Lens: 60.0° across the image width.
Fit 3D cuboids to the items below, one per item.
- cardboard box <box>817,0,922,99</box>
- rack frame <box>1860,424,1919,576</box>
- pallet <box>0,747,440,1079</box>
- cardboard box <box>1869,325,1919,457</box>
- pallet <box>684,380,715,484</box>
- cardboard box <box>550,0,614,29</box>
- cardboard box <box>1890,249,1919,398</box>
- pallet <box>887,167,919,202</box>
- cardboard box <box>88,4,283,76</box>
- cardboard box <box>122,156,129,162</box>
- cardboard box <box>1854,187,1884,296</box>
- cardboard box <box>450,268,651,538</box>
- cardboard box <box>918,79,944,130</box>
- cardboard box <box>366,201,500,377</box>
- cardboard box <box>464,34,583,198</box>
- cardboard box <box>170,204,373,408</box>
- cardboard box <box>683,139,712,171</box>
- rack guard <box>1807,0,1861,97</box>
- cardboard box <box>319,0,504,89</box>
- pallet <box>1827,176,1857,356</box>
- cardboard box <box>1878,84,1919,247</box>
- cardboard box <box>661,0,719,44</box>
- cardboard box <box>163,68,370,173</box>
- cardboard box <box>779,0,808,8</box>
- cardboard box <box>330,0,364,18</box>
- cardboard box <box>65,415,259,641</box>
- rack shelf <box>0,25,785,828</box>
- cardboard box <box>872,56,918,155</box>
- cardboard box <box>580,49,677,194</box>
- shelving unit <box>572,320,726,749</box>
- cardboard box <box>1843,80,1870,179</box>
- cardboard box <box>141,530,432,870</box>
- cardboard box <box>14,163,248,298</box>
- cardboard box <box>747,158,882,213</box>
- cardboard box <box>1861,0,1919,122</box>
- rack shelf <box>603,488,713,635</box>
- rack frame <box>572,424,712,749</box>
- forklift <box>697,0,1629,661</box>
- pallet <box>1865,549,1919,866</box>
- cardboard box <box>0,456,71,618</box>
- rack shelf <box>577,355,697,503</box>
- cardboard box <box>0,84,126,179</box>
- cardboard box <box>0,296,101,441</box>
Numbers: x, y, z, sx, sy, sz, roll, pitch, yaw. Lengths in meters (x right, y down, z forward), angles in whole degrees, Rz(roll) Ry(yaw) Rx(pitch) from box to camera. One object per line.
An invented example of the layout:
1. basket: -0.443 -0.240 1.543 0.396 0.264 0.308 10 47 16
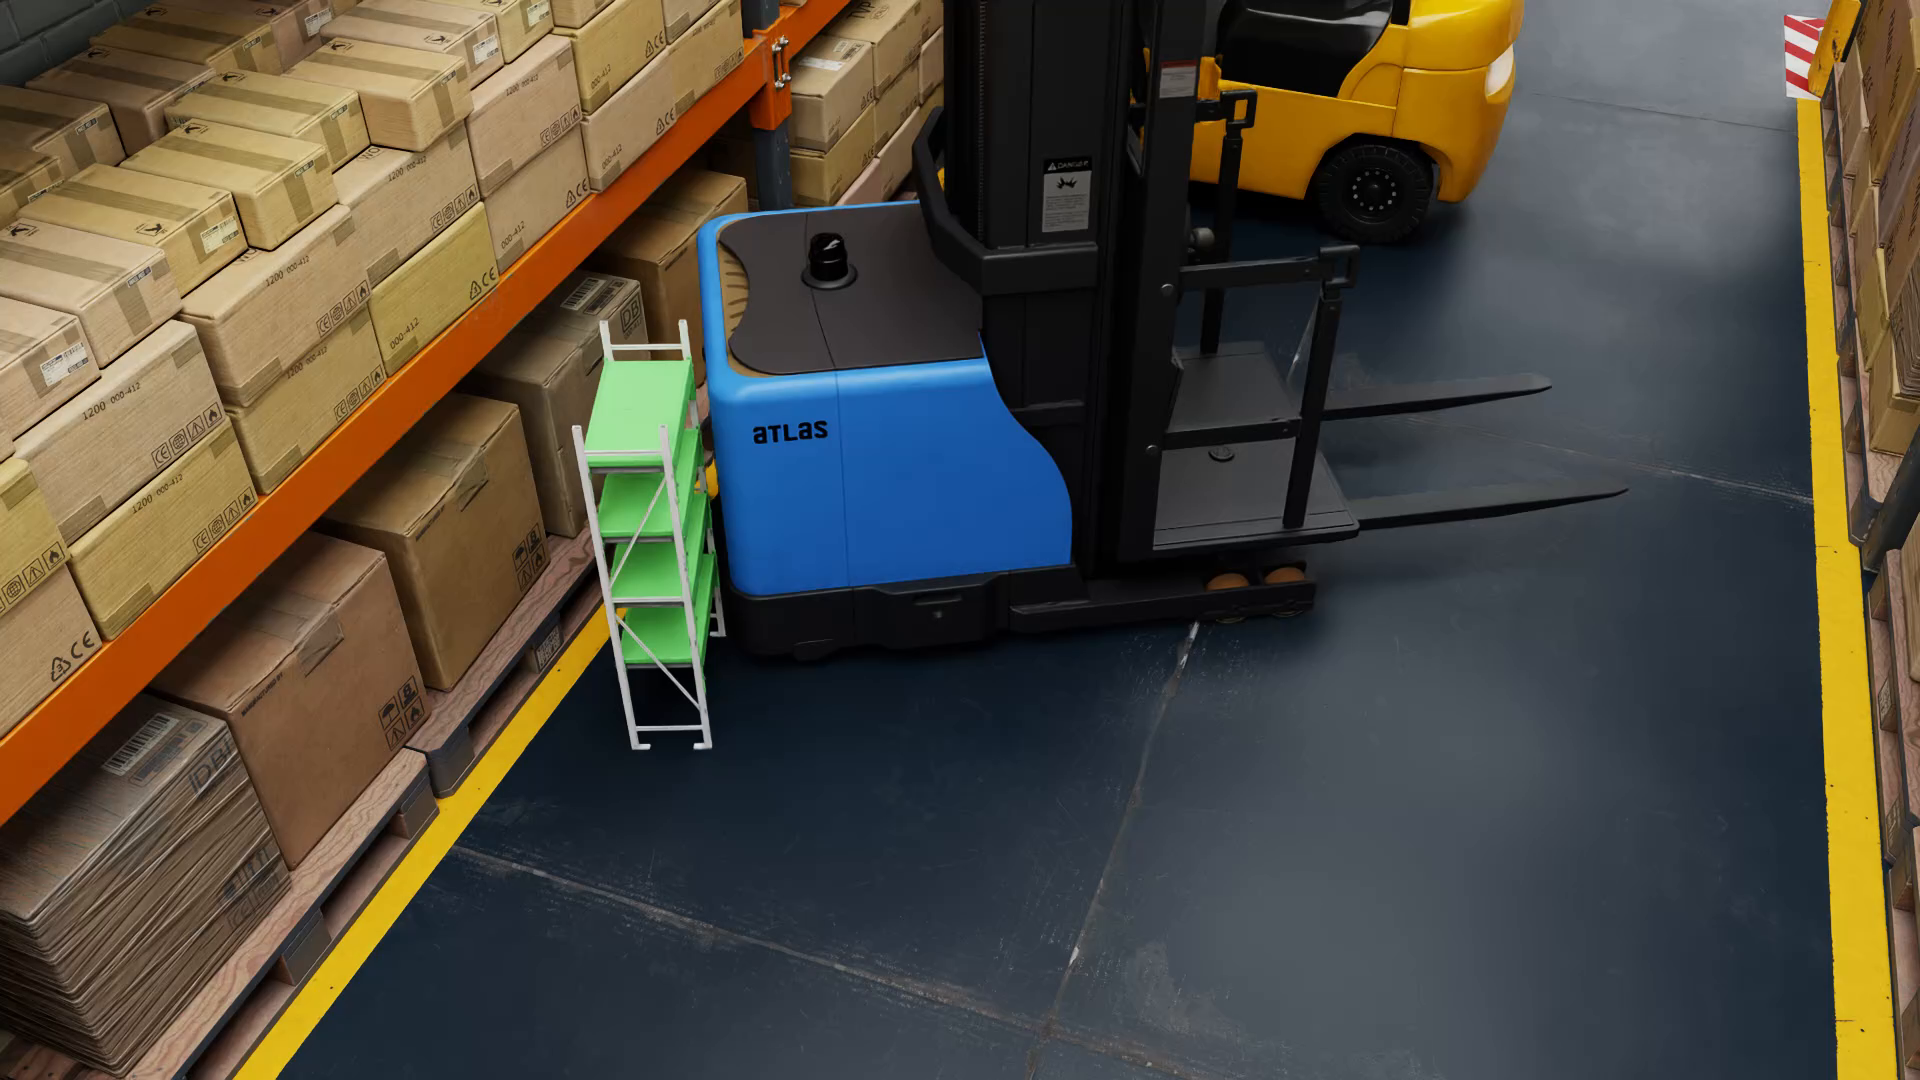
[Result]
1. cardboard box: -0.481 -2.087 6.909 0.500 0.250 0.500 13 42 15
2. rack frame: 3.540 -0.958 4.562 1.000 3.000 0.127 13 42 15
3. pallet: -2.175 0.949 4.474 1.003 0.211 1.213 13 42 15
4. cardboard box: 3.490 -0.492 5.811 0.500 0.250 0.500 15 43 17
5. pallet: -1.341 -0.539 6.219 1.003 0.211 1.213 13 42 15
6. cardboard box: -1.203 -1.596 4.733 0.380 0.149 0.250 12 42 14
7. cardboard box: 3.490 -0.778 5.568 0.500 0.500 0.500 13 42 14
8. pallet: -0.814 -1.473 7.313 1.003 0.211 1.213 13 42 15
9. cardboard box: -2.012 -1.256 4.334 0.380 0.149 0.250 14 42 15
10. cardboard box: -2.075 -1.009 4.352 0.500 0.250 0.500 13 42 14
11. cardboard box: 3.841 -1.128 6.556 0.500 0.250 0.500 14 42 16
12. cardboard box: -1.566 -0.522 5.556 0.875 0.625 0.625 13 42 15
13. cardboard box: -0.329 -2.023 7.605 0.500 0.250 0.500 14 42 16
14. cardboard box: -1.587 -0.715 4.392 0.500 0.250 0.500 15 43 16
15. cardboard box: -1.403 -1.209 4.586 0.500 0.250 0.500 14 42 16
16. cardboard box: -1.744 -0.588 3.858 0.500 0.250 0.500 12 42 14
17. cardboard box: -1.151 -1.704 6.846 0.500 0.250 0.500 12 42 14
18. rack guard: 4.882 -2.401 8.179 1.175 0.500 0.348 13 42 15
19. cardboard box: -1.443 -1.299 4.384 0.380 0.149 0.250 14 42 15
20. pallet: 4.152 -1.061 6.832 1.003 0.211 1.213 13 42 15
21. cardboard box: 3.836 -1.400 6.297 0.500 0.500 0.500 15 43 17
22. cardboard box: -1.053 -1.834 5.319 0.500 0.250 0.500 12 42 14
23. cardboard box: -1.678 -1.001 4.036 0.380 0.149 0.250 13 42 15
24. cardboard box: -0.728 -2.308 6.067 0.500 0.500 0.500 12 42 14
25. cardboard box: -1.851 -1.565 4.696 0.380 0.149 0.250 13 42 15
26. cardboard box: -1.935 -0.083 3.652 0.500 0.250 0.500 12 42 14
27. rack shelf: -1.809 -0.564 4.654 1.077 0.370 4.000 13 42 15
28. cardboard box: -0.500 -1.896 7.071 0.500 0.250 0.500 13 42 15
29. cardboard box: -1.219 -1.327 5.110 0.500 0.250 0.500 13 42 15
30. shelving unit: -0.874 0.010 4.814 0.258 1.200 0.503 -1 40 -1
31. cardboard box: 4.191 -1.771 7.310 0.500 0.250 0.500 15 43 17
32. cardboard box: -2.051 0.348 4.537 0.875 0.625 0.625 15 43 16
33. cardboard box: -1.818 -0.679 3.658 0.380 0.149 0.250 14 42 16
34. cardboard box: -0.649 -1.393 6.866 0.500 0.250 0.500 14 42 16
35. cardboard box: 4.190 -2.032 7.038 0.500 0.500 0.500 12 42 13
36. rack shelf: -0.874 0.058 4.856 0.258 0.148 0.480 -1 40 -1
37. rack frame: -0.868 0.168 4.629 0.240 1.200 0.015 -1 40 -1
38. forklift: 0.712 -1.178 4.872 3.031 2.935 1.130 -6 41 -7
39. pallet: 3.275 0.578 4.910 1.003 0.211 1.213 13 42 15
40. cardboard box: -2.088 0.038 3.125 0.500 0.250 0.500 13 42 15
41. rack shelf: -0.874 -0.307 4.544 0.258 0.148 0.480 -1 40 -1
42. cardboard box: -2.254 -0.953 3.979 0.380 0.149 0.250 13 42 14
43. cardboard box: -1.954 -0.357 3.281 0.380 0.149 0.250 14 43 16
